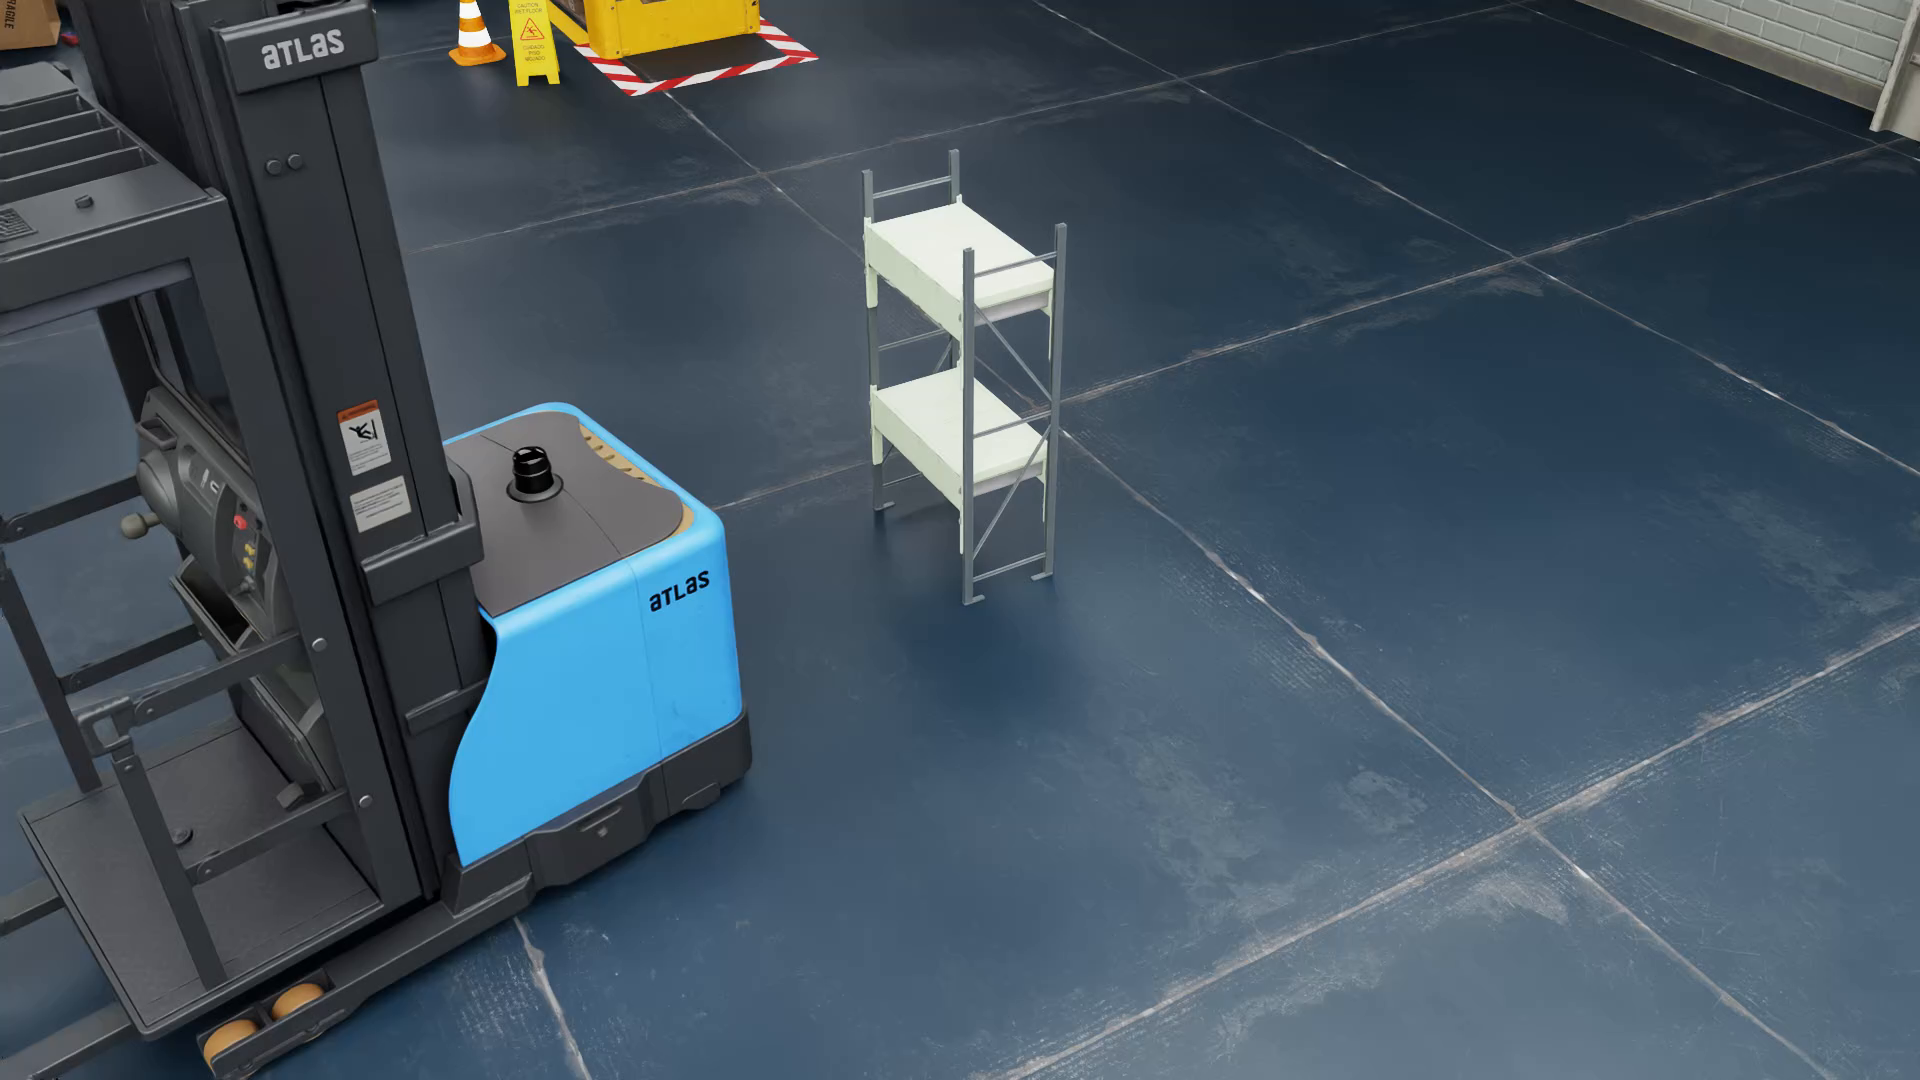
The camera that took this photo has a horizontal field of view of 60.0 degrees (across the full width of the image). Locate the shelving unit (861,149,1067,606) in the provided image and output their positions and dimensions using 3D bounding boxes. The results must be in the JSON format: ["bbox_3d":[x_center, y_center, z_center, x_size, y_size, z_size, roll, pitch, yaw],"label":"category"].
[{"bbox_3d":[0.003,-0.602,6.303,0.431,1.500,0.755,-19,40,-24],"label":"shelving unit"}]

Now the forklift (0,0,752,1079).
[{"bbox_3d":[-2.142,-0.018,4.290,3.031,2.935,1.130,-27,44,-32],"label":"forklift"}]

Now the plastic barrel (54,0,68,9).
[{"bbox_3d":[-6.267,-4.002,11.871,0.512,0.421,0.421,6,37,8],"label":"plastic barrel"}]

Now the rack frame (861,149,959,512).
[{"bbox_3d":[-0.181,-0.789,6.559,0.400,1.500,0.023,-19,40,-24],"label":"rack frame"}]

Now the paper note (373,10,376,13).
[{"bbox_3d":[-4.231,-3.807,11.954,0.032,0.001,0.123,-19,40,-24],"label":"paper note"}]

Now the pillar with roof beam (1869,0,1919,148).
[{"bbox_3d":[2.087,-4.827,5.729,9.100,9.000,0.400,-19,40,-24],"label":"pillar with roof beam"}]

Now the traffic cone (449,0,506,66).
[{"bbox_3d":[-3.256,-3.458,11.092,0.336,0.463,0.334,-19,40,-24],"label":"traffic cone"}]

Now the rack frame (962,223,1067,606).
[{"bbox_3d":[0.187,-0.416,6.047,0.400,1.500,0.023,-19,40,-24],"label":"rack frame"}]

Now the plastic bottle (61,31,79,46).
[{"bbox_3d":[-6.028,-3.483,11.467,0.133,0.061,0.283,26,44,31],"label":"plastic bottle"}]

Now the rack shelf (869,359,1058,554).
[{"bbox_3d":[0.003,-0.339,6.495,0.431,0.370,0.720,-19,40,-24],"label":"rack shelf"}]

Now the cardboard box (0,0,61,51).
[{"bbox_3d":[-6.496,-3.671,11.350,0.500,0.500,0.500,-12,38,-16],"label":"cardboard box"}]

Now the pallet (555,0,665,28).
[{"bbox_3d":[-2.340,-3.982,12.024,1.003,0.211,1.213,-19,40,-24],"label":"pallet"}]

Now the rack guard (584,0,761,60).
[{"bbox_3d":[-1.963,-3.674,11.357,1.175,0.500,0.348,-19,40,-24],"label":"rack guard"}]

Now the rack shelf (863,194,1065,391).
[{"bbox_3d":[0.003,-0.917,6.073,0.431,0.370,0.720,-19,40,-24],"label":"rack shelf"}]

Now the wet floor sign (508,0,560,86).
[{"bbox_3d":[-2.754,-3.280,10.694,0.267,0.644,0.232,-6,37,-8],"label":"wet floor sign"}]
